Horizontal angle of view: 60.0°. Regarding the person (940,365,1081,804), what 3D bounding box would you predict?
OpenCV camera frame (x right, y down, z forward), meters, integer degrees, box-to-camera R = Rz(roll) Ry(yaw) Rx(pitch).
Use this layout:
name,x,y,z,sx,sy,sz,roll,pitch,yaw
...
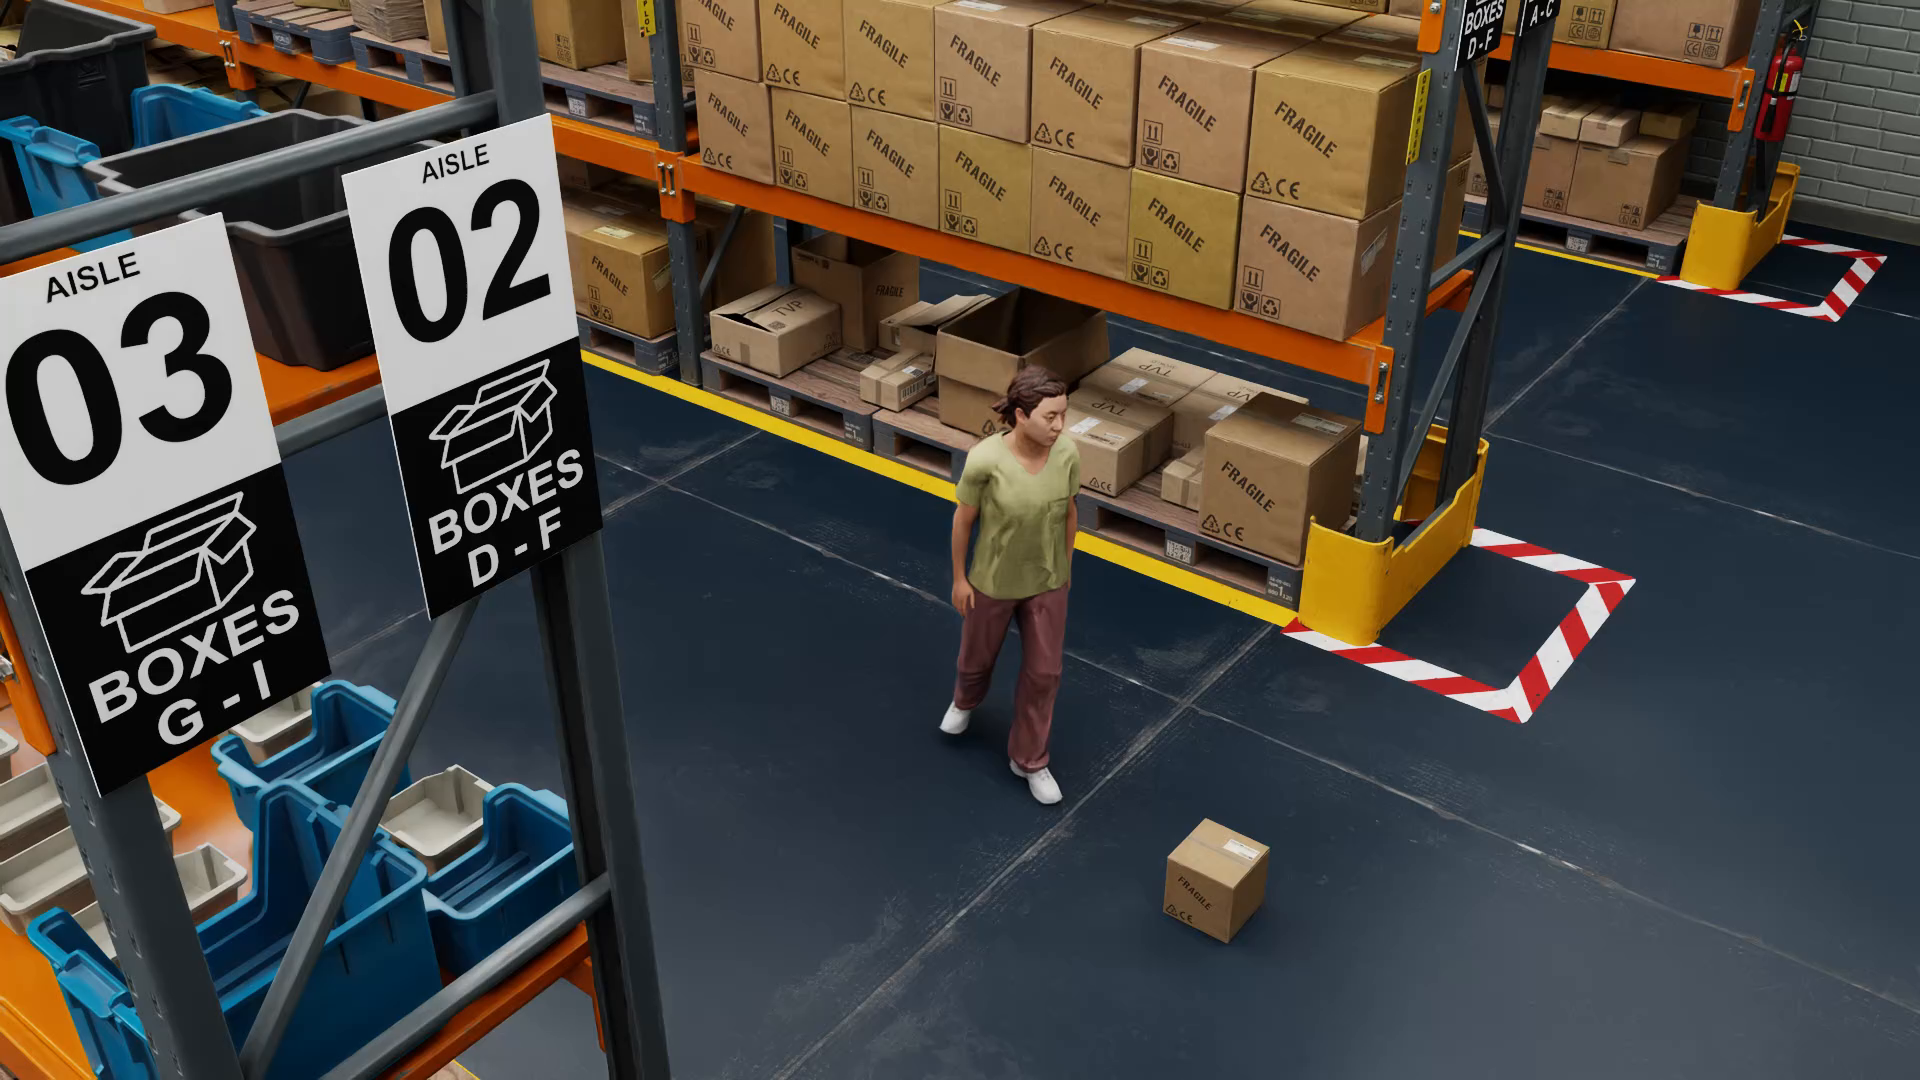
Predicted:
name,x,y,z,sx,sy,sz,roll,pitch,yaw
person,0.182,0.115,5.936,0.471,1.668,0.672,-7,32,-12
